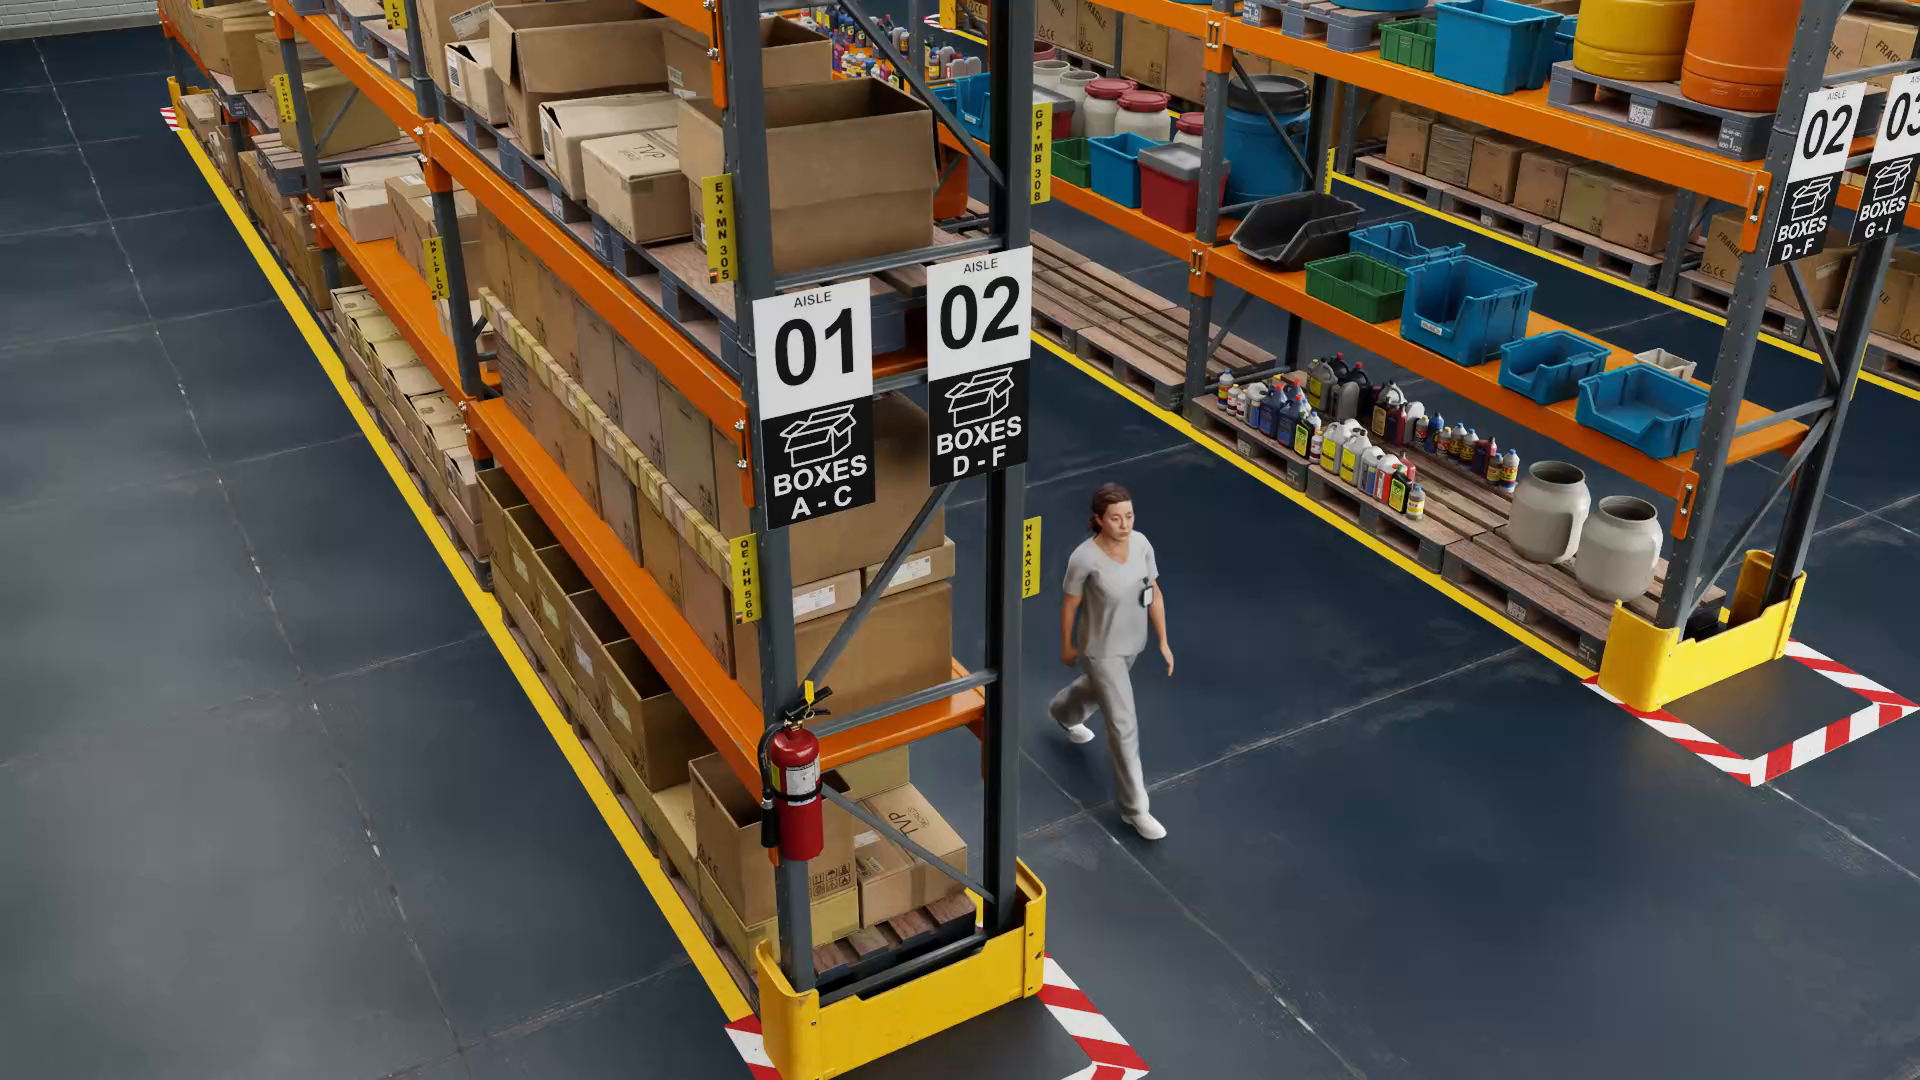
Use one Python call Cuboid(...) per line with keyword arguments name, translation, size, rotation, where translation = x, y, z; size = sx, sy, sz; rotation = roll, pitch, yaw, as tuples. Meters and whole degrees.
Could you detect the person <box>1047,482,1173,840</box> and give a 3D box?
Cuboid(name="person", translation=(0.709, 0.479, 7.706), size=(0.444, 1.619, 1.053), rotation=(-18, 34, -29))
